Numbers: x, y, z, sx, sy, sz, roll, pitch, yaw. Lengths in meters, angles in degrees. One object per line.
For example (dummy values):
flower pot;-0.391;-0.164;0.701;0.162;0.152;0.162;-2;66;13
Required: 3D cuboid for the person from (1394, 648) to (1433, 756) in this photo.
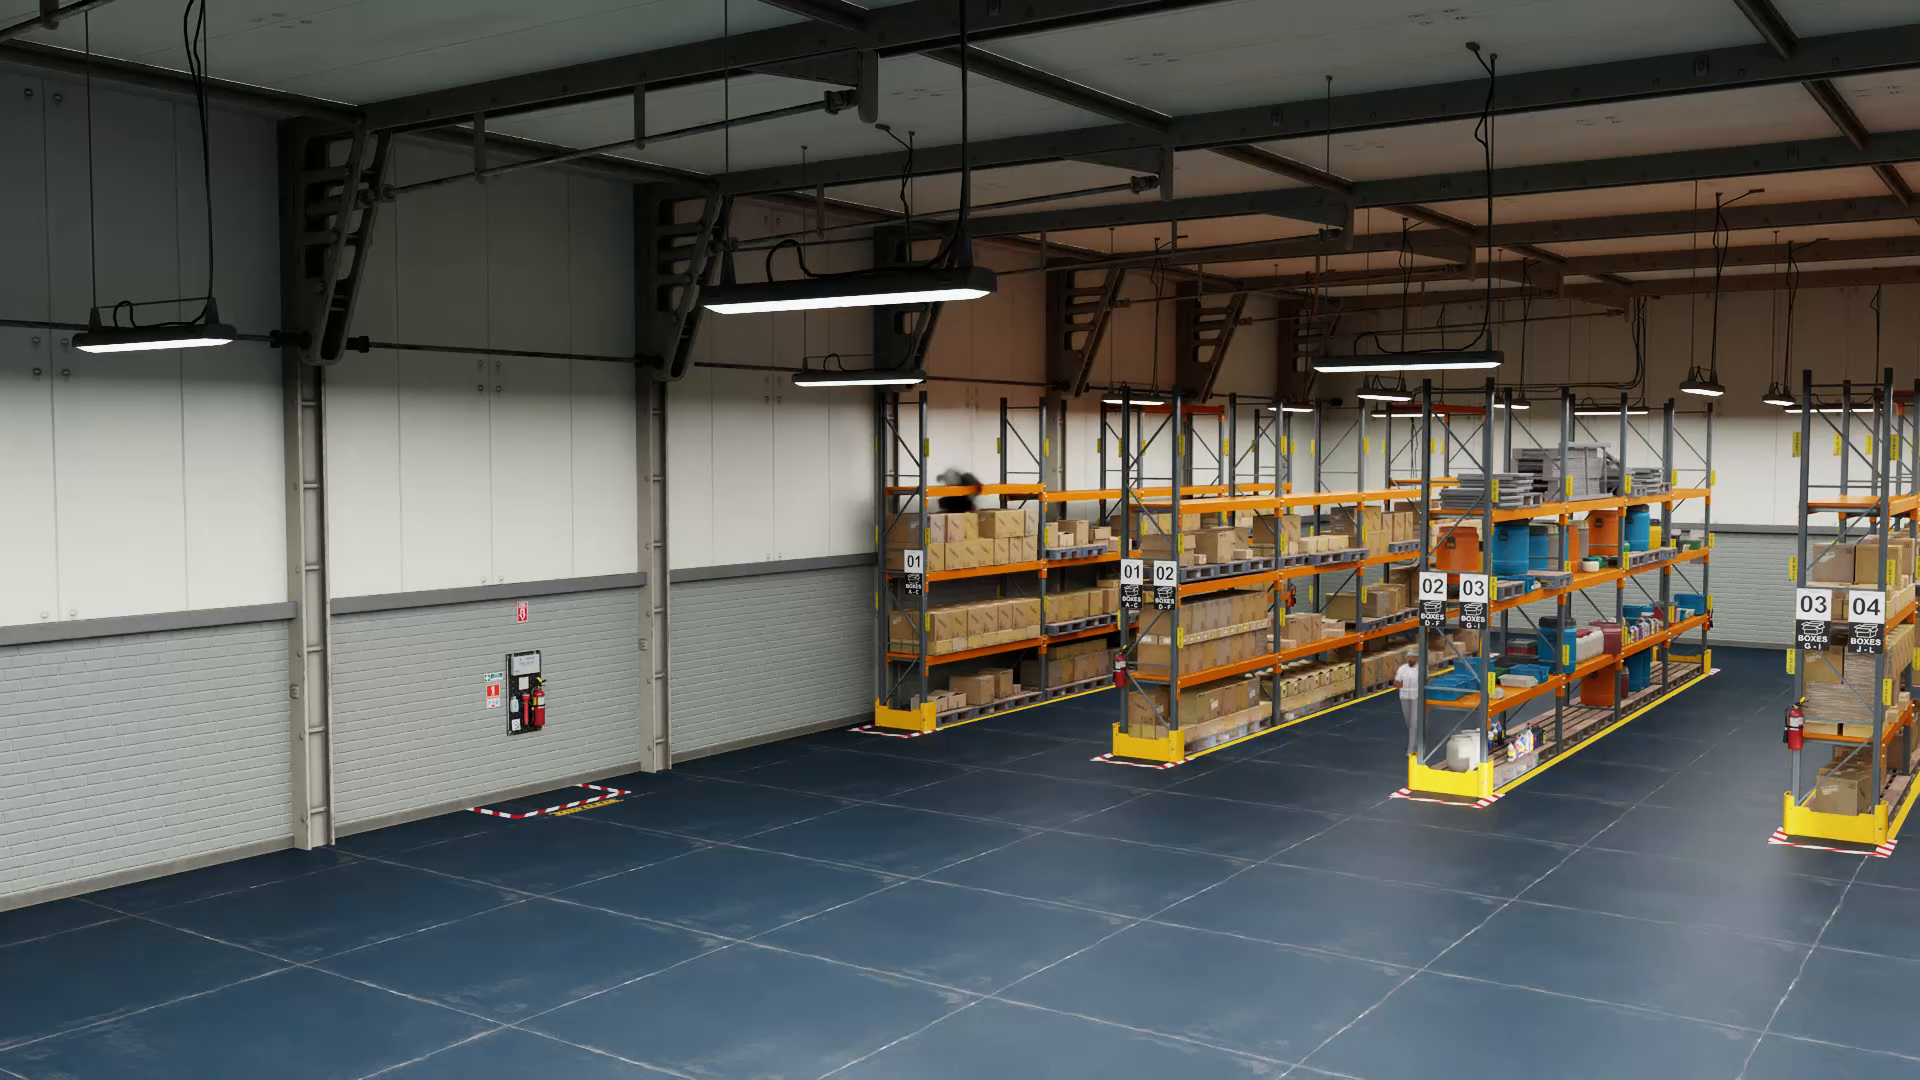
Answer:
person;7.416;2.624;27.302;0.576;1.719;0.890;2;4;30
